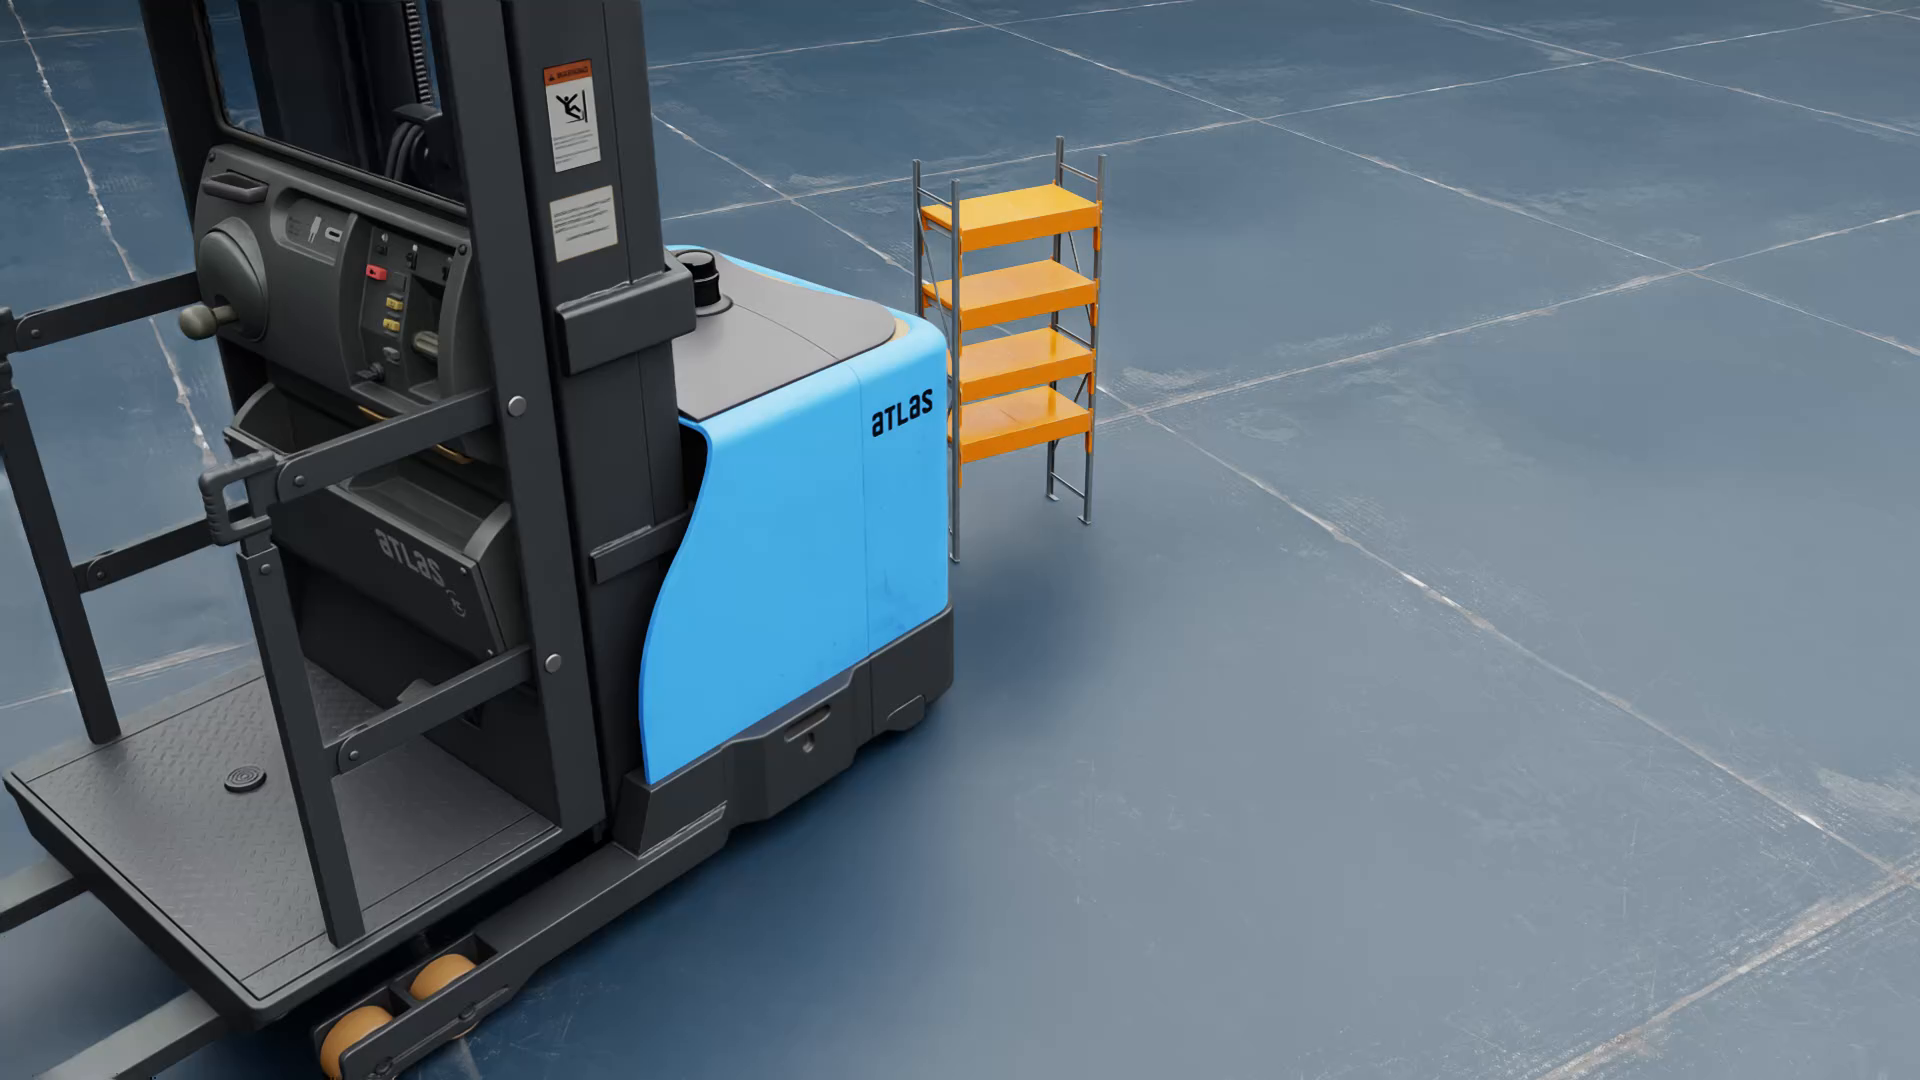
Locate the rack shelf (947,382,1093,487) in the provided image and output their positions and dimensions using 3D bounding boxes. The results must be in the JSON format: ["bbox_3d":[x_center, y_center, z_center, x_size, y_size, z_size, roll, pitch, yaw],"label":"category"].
[{"bbox_3d":[0.143,-0.333,5.162,0.480,0.148,0.258,-16,33,-26],"label":"rack shelf"}]

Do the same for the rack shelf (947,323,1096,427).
[{"bbox_3d":[0.143,-0.507,5.066,0.480,0.148,0.258,-16,33,-26],"label":"rack shelf"}]

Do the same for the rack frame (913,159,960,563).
[{"bbox_3d":[-0.068,-0.506,4.925,0.015,1.200,0.240,-16,33,-26],"label":"rack frame"}]

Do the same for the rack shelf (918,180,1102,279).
[{"bbox_3d":[0.143,-0.910,4.844,0.480,0.148,0.258,-16,33,-26],"label":"rack shelf"}]

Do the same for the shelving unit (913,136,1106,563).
[{"bbox_3d":[0.143,-0.566,5.034,0.503,1.200,0.258,-16,33,-26],"label":"shelving unit"}]

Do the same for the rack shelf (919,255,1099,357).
[{"bbox_3d":[0.143,-0.703,4.958,0.480,0.148,0.258,-16,33,-26],"label":"rack shelf"}]

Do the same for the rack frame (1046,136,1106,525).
[{"bbox_3d":[0.353,-0.626,5.142,0.015,1.200,0.240,-16,33,-26],"label":"rack frame"}]

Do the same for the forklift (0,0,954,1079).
[{"bbox_3d":[-1.359,-0.470,3.067,1.130,2.935,3.031,23,36,35],"label":"forklift"}]
